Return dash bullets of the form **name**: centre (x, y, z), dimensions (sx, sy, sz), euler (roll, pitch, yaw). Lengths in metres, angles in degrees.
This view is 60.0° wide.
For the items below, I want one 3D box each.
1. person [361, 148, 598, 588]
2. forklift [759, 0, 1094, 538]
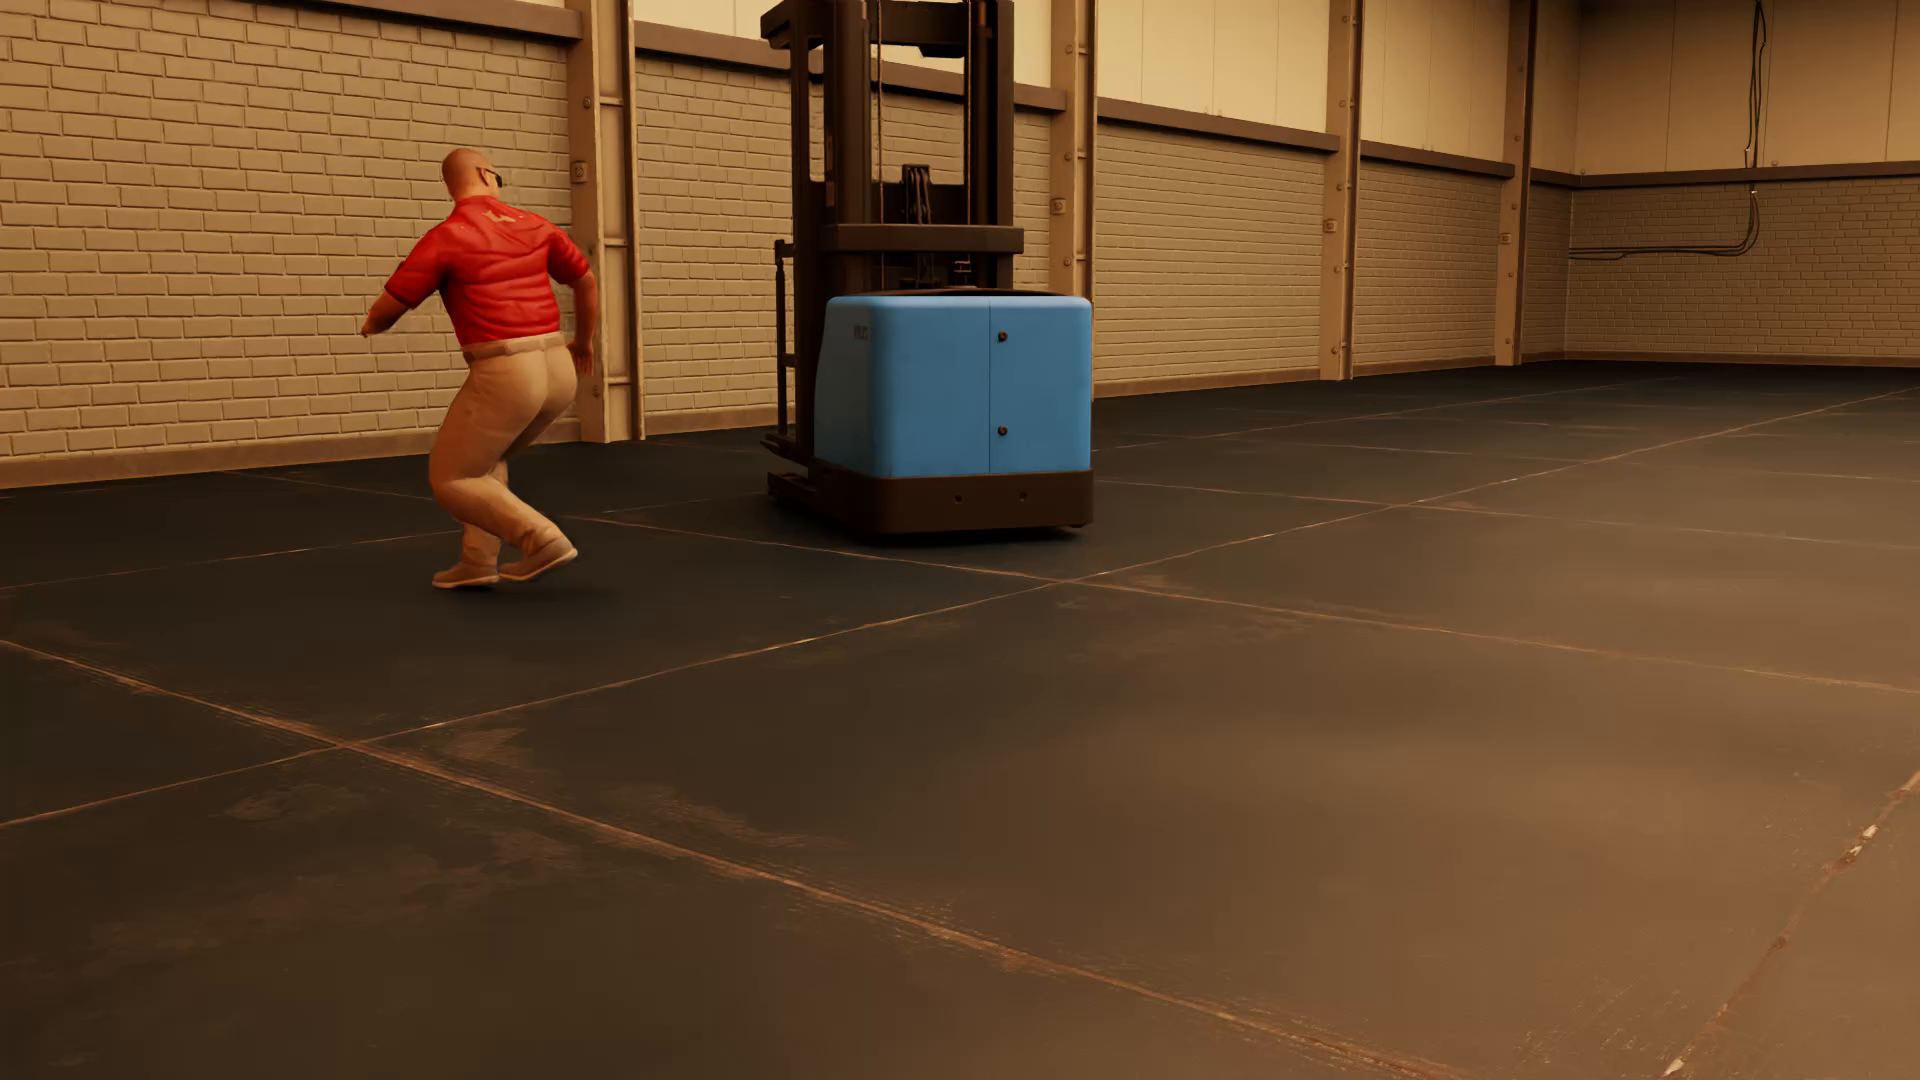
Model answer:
- **person**: centre (-1.730, -0.615, 6.131), dimensions (0.852, 1.604, 0.886), euler (5, 10, 31)
- **forklift**: centre (-0.371, -1.633, 8.439), dimensions (1.130, 2.935, 3.031), euler (-3, 9, -19)
